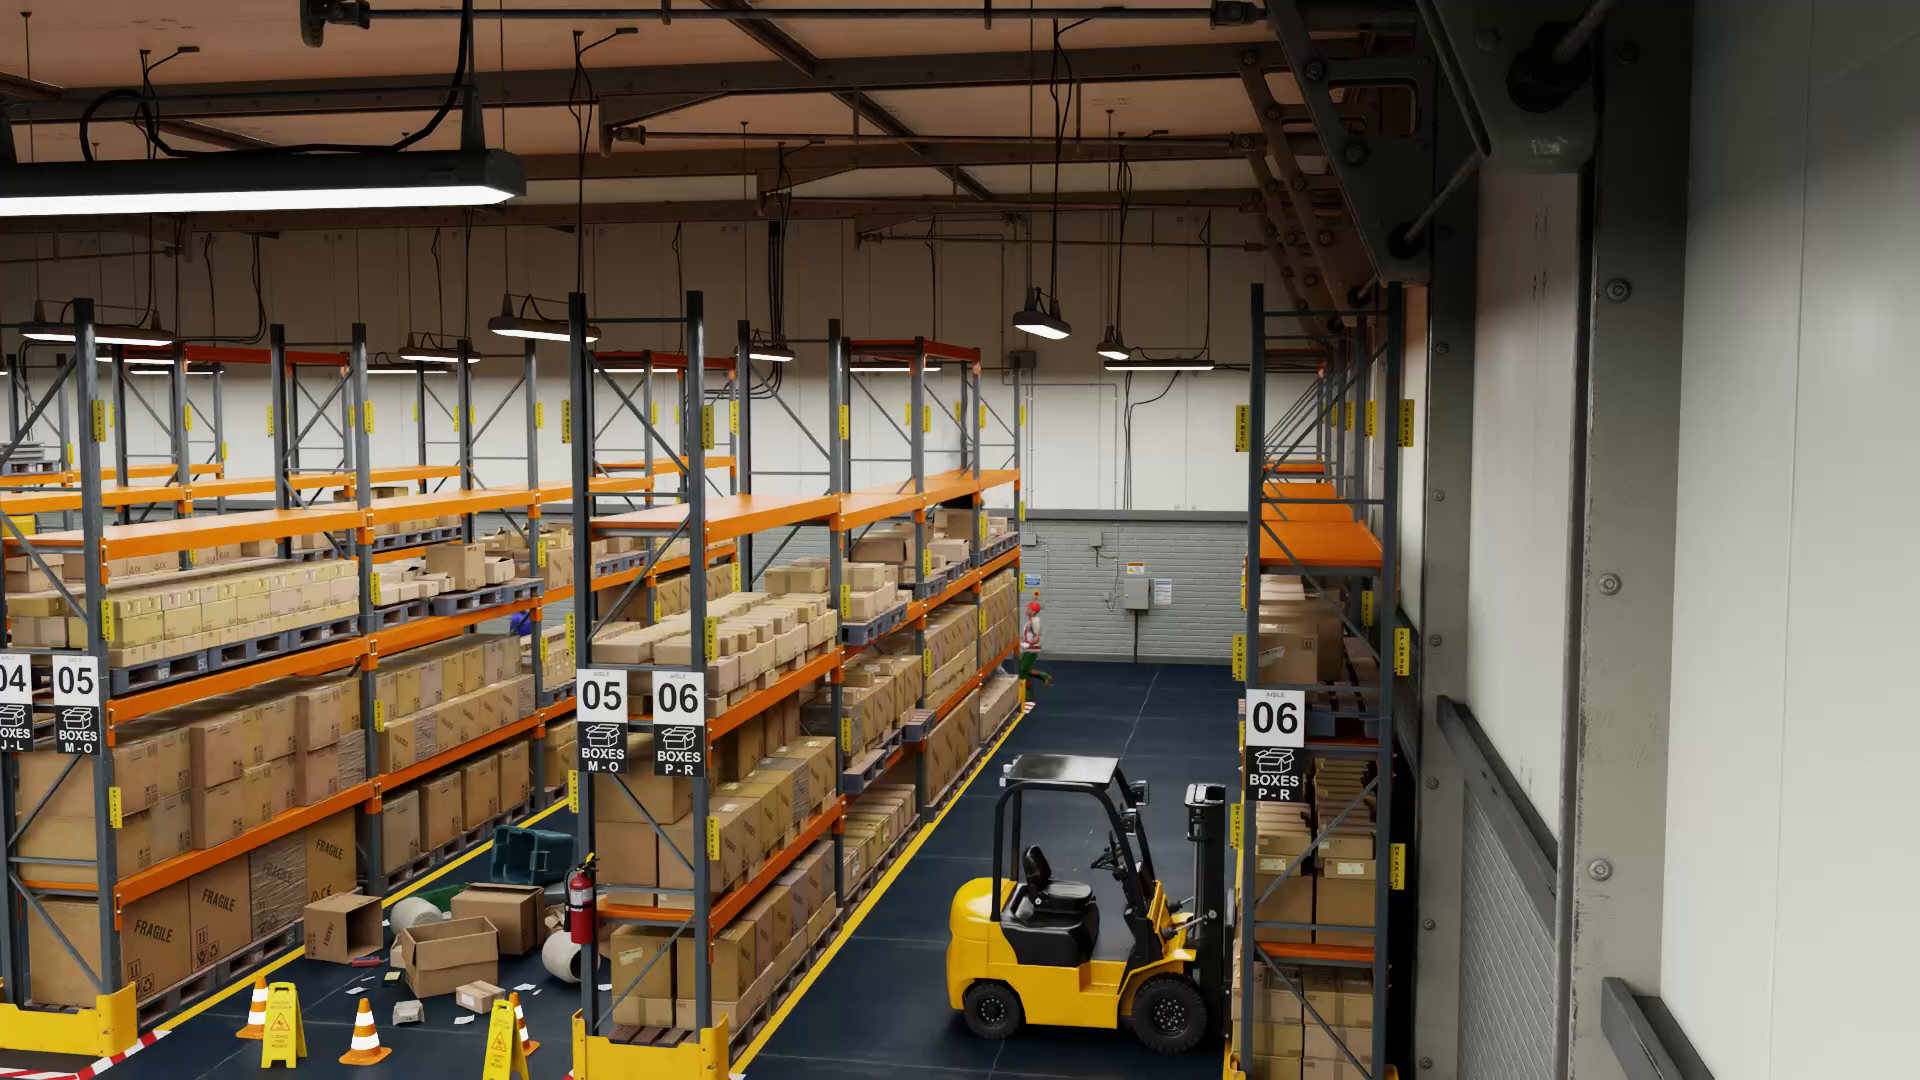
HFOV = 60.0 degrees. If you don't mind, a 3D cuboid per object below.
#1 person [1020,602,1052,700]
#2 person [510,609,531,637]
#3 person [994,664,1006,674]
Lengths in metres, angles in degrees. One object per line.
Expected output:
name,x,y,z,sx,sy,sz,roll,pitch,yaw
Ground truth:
person,1.312,1.951,29.198,0.627,1.741,0.656,0,5,3
person,-7.987,1.890,30.598,0.594,1.620,0.592,4,6,37
person,0.535,1.962,29.572,0.744,1.721,0.654,2,5,19
